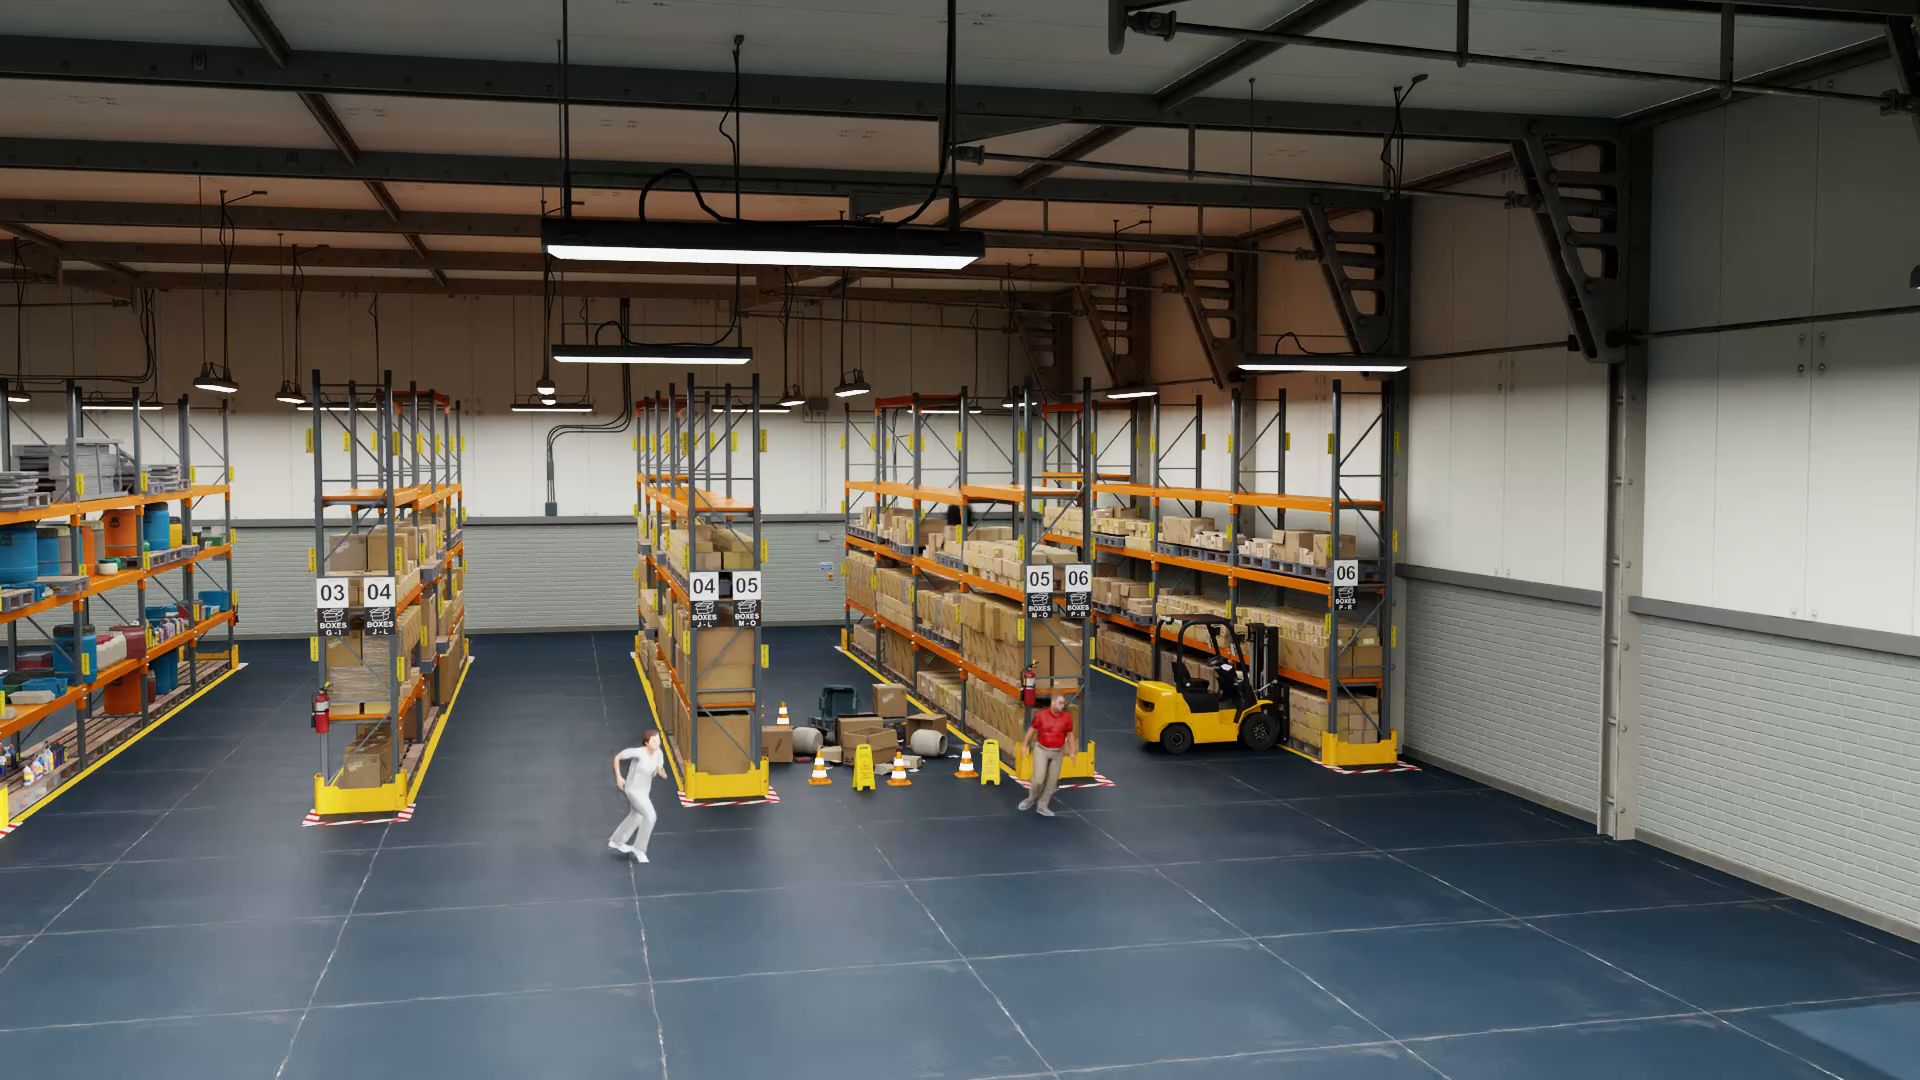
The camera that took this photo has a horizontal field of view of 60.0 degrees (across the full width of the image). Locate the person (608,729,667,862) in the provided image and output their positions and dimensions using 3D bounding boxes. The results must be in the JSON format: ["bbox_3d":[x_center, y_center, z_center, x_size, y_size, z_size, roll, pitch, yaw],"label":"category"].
[{"bbox_3d":[-3.892,3.076,20.011,0.894,1.647,0.594,2,4,32],"label":"person"}]

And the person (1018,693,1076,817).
[{"bbox_3d":[1.169,2.875,22.356,0.707,1.696,0.562,-1,3,-17],"label":"person"}]
